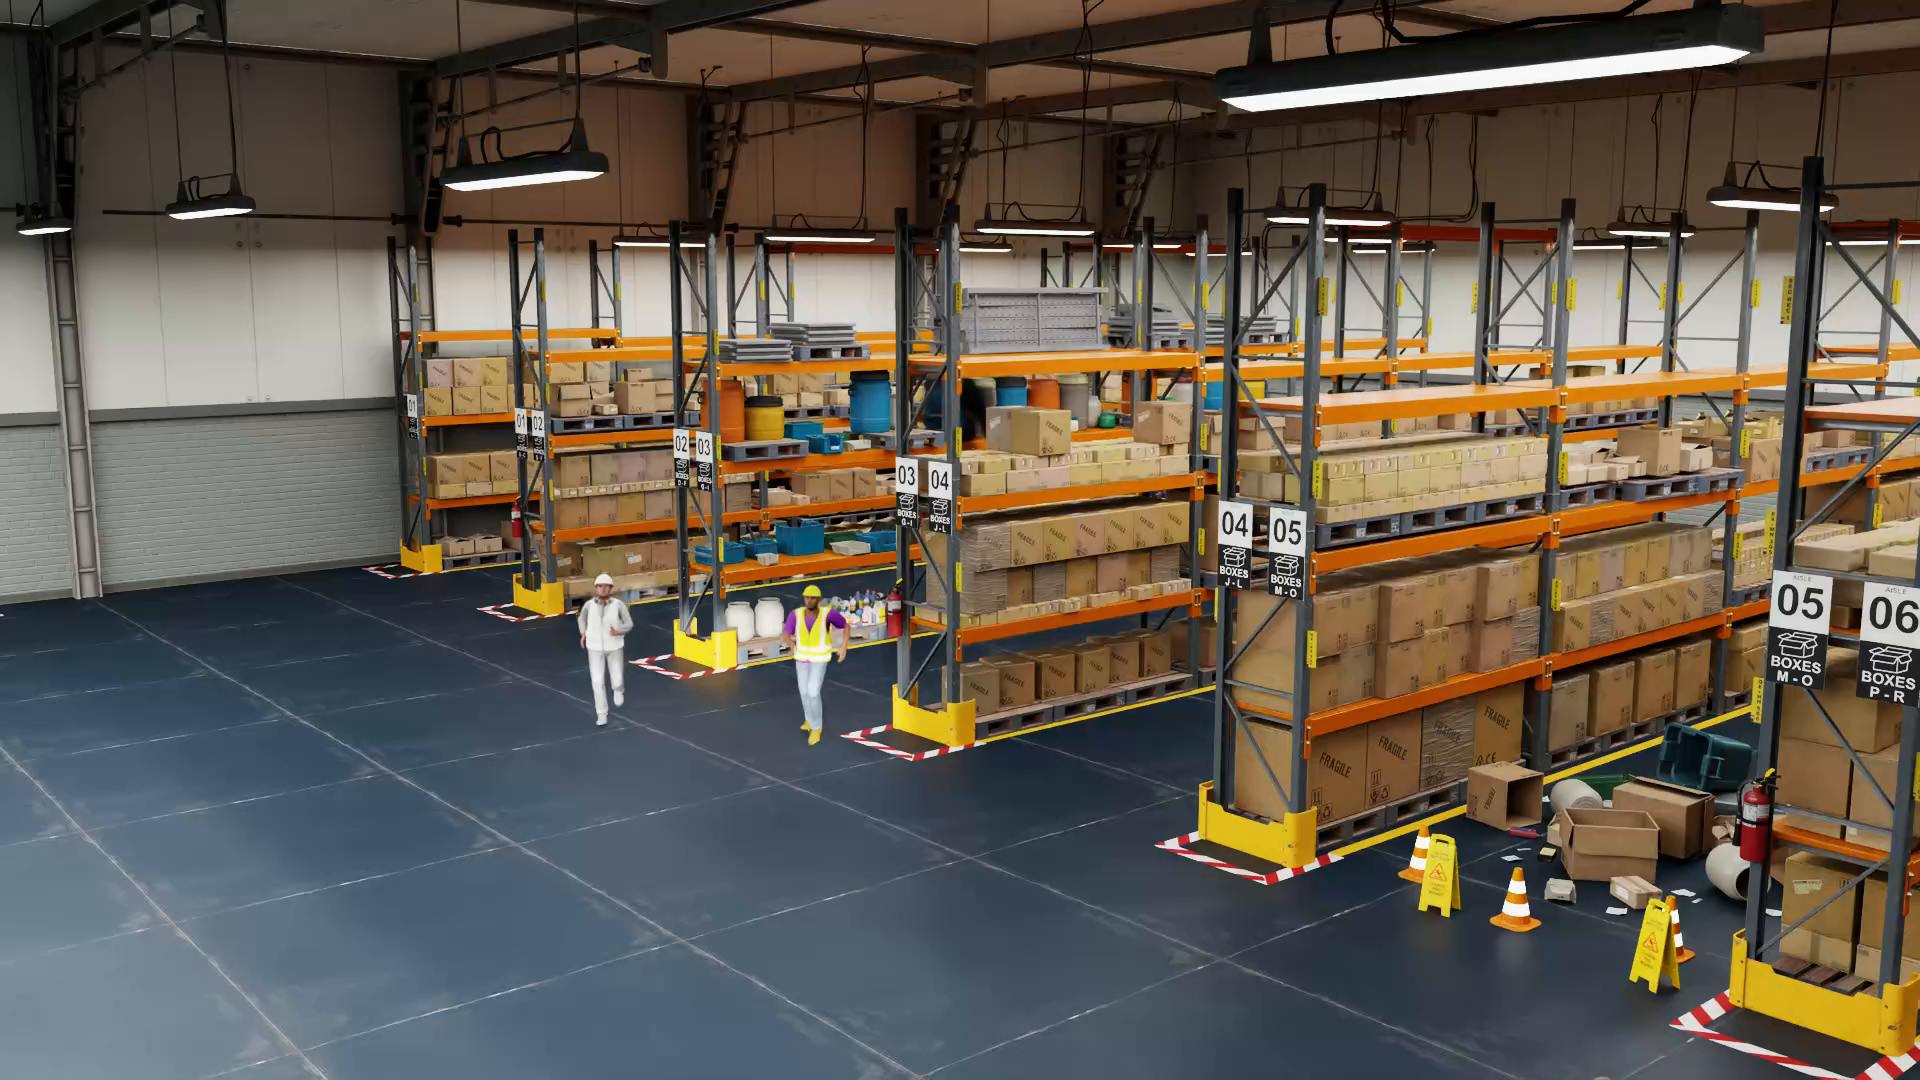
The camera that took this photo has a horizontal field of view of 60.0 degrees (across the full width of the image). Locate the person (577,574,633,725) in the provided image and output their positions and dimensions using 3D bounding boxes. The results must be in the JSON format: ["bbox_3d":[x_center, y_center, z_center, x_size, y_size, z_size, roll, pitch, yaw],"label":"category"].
[{"bbox_3d":[-4.226,1.274,19.809,0.670,1.744,0.859,-1,9,-5],"label":"person"}]

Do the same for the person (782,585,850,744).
[{"bbox_3d":[-1.665,1.411,18.953,0.731,1.835,0.734,2,9,13],"label":"person"}]
